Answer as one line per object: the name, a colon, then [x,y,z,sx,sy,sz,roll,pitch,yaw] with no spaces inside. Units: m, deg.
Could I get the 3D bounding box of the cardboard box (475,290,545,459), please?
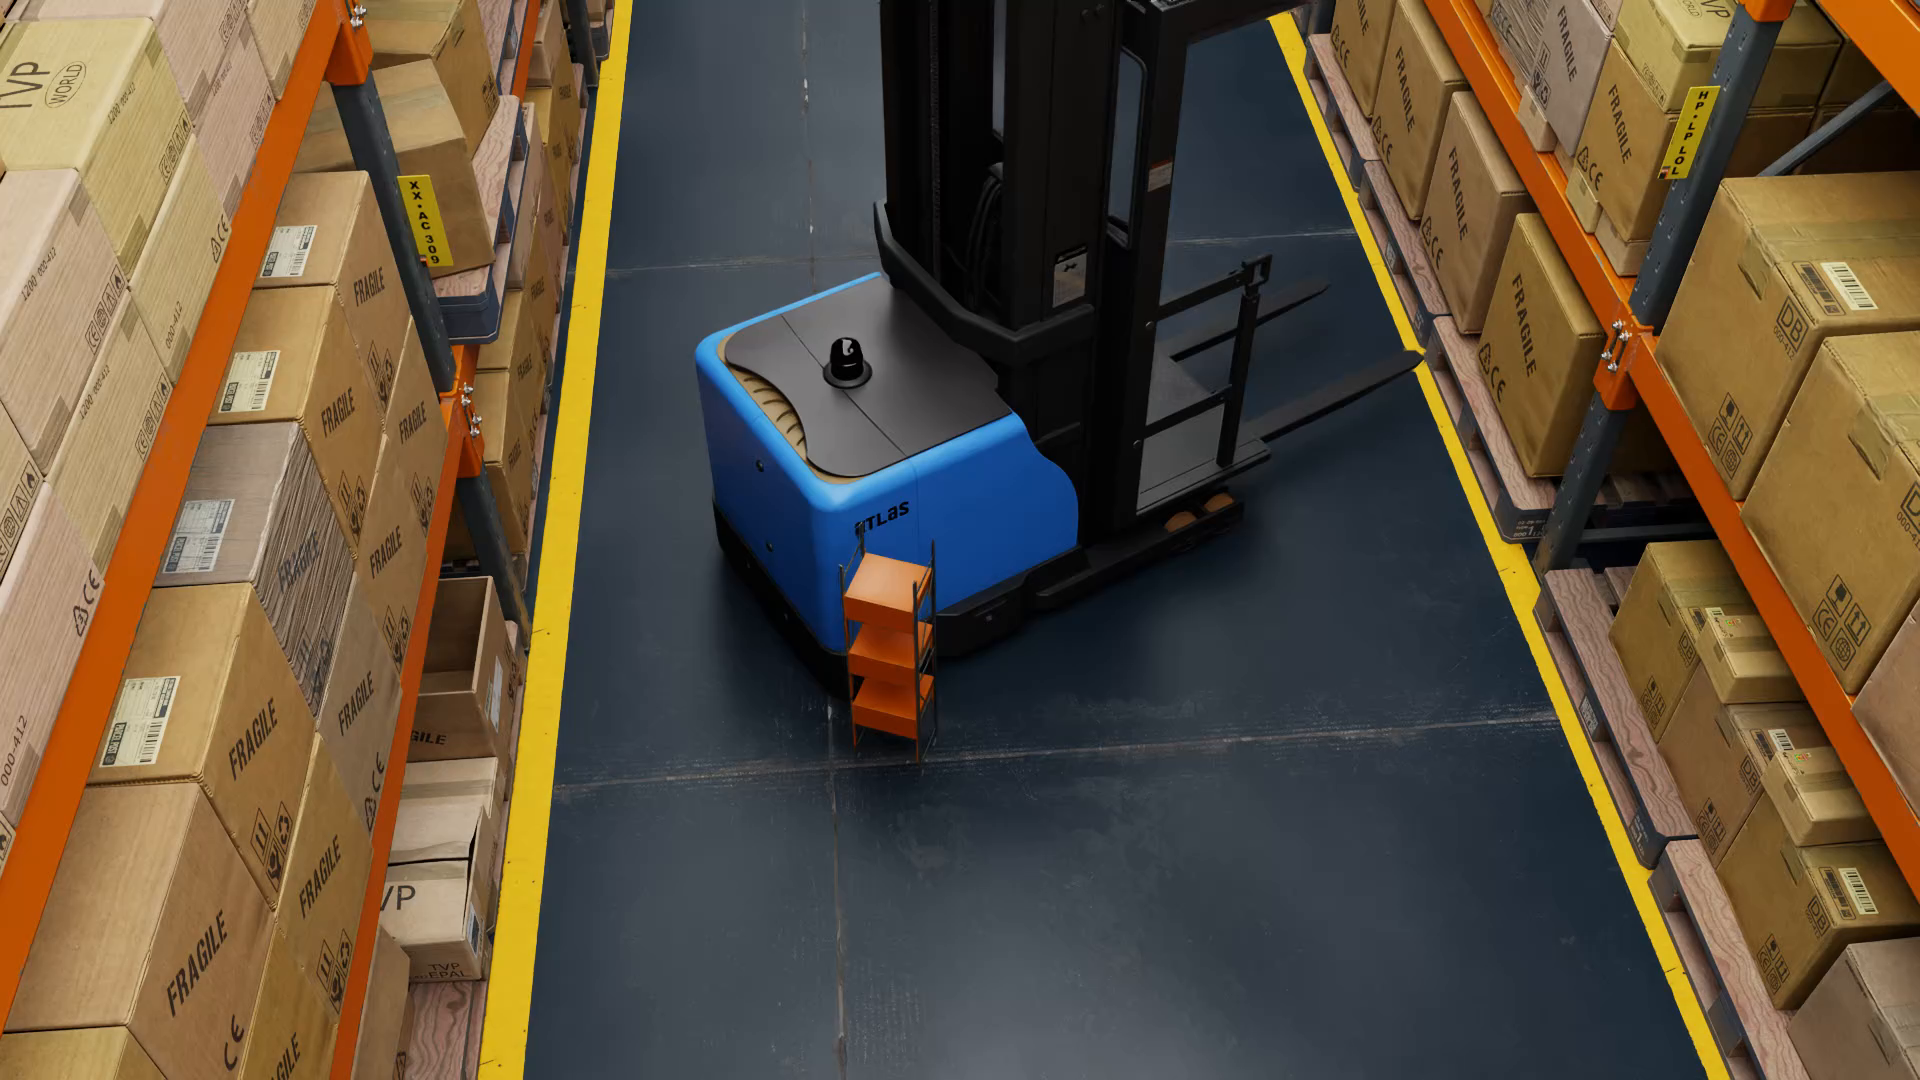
cardboard box: [-2.000,-0.660,6.728,0.500,0.500,0.500,-3,47,-3]

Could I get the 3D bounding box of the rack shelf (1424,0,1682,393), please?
rack shelf: [2.622,-2.122,7.189,1.077,0.370,4.000,-3,47,-3]

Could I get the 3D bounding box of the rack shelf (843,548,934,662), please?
rack shelf: [-0.230,0.212,5.450,0.240,0.259,0.215,13,48,12]

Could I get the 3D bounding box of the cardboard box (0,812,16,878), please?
cardboard box: [-1.630,0.546,2.204,0.500,0.250,0.500,-3,47,-3]

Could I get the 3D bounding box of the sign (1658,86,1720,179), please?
sign: [2.249,-1.253,5.128,0.100,0.325,0.005,-3,47,-3]

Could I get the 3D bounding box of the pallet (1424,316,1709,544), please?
pallet: [2.650,-0.517,7.094,1.003,0.211,1.213,-3,47,-3]

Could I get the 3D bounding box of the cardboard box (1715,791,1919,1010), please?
cardboard box: [2.829,1.076,5.098,0.700,0.500,0.500,-3,47,-2]

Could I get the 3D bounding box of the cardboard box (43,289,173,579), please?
cardboard box: [-1.722,-0.177,2.889,0.500,0.250,0.500,-3,47,-3]

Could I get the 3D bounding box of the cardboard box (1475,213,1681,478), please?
cardboard box: [2.605,-0.790,6.623,0.750,0.750,0.750,-3,47,-3]

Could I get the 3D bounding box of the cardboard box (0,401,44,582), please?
cardboard box: [-1.679,0.013,2.365,0.500,0.250,0.500,-3,47,-3]

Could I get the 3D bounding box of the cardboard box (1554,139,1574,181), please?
cardboard box: [2.457,-1.441,6.208,0.380,0.149,0.250,-2,47,-2]

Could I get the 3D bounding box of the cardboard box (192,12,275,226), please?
cardboard box: [-1.810,-0.900,3.574,0.500,0.250,0.500,-3,47,-3]

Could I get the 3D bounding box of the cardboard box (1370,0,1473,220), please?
cardboard box: [2.452,-2.047,7.814,0.750,0.750,0.750,-4,47,-3]

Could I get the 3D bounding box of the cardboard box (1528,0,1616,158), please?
cardboard box: [2.447,-1.753,6.056,0.500,0.500,0.500,-3,47,-3]

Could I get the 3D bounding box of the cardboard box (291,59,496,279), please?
cardboard box: [-1.963,-1.153,5.418,0.700,0.500,0.500,-18,49,-16]

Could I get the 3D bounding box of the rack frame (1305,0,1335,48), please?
rack frame: [2.454,-3.816,8.298,1.000,3.000,0.127,-3,47,-3]

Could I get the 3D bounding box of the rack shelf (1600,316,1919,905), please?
rack shelf: [2.957,0.772,4.448,1.077,0.370,4.000,-3,47,-3]

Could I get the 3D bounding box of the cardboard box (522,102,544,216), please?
cardboard box: [-2.071,-1.619,7.119,0.500,0.250,0.500,-4,47,-4]

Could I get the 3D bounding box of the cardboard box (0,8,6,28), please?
cardboard box: [-2.119,-0.947,2.757,0.700,0.500,0.500,-3,47,-3]

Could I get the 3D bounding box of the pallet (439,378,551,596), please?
pallet: [-2.252,-0.245,6.837,1.003,0.211,1.213,-3,47,-3]

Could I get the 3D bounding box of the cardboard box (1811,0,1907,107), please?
cardboard box: [3.010,-1.672,5.464,0.500,0.250,0.500,-2,47,-2]

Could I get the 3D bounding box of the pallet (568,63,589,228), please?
pallet: [-2.457,-2.011,8.509,1.003,0.211,1.213,-3,47,-3]

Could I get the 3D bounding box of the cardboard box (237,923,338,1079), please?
cardboard box: [-1.674,1.168,3.509,0.500,0.500,0.500,-4,47,-3]

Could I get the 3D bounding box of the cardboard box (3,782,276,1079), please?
cardboard box: [-1.674,0.821,3.149,0.500,0.500,0.500,-3,47,-3]

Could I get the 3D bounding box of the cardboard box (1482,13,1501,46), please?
cardboard box: [2.405,-2.185,6.912,0.380,0.149,0.250,-2,47,-2]

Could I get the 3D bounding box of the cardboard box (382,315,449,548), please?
cardboard box: [-1.849,-0.306,4.905,0.500,0.500,0.500,-3,47,-3]

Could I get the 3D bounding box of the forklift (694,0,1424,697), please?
forklift: [0.552,-1.261,5.926,3.031,2.935,1.130,-25,51,-22]

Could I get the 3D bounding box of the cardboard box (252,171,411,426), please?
cardboard box: [-1.846,-0.646,4.539,0.500,0.500,0.500,-3,47,-3]

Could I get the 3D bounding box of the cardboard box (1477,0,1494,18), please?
cardboard box: [2.366,-2.478,6.743,0.500,0.500,0.500,-2,47,-2]

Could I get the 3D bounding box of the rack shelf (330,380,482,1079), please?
rack shelf: [-1.979,1.076,4.160,1.077,0.370,4.000,-3,47,-3]

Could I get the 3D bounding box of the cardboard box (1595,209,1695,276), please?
cardboard box: [2.479,-1.070,5.857,0.380,0.149,0.250,-3,47,-3]

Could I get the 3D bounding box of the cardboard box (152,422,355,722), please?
cardboard box: [-1.759,0.089,3.842,0.500,0.500,0.500,-3,47,-3]

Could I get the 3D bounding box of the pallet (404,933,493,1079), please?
pallet: [-1.985,1.722,4.974,1.003,0.211,1.213,-3,47,-3]

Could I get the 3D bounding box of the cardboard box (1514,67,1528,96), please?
cardboard box: [2.422,-1.810,6.557,0.380,0.149,0.250,-3,47,-3]

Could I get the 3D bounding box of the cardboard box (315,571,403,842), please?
cardboard box: [-1.759,0.438,4.200,0.500,0.500,0.500,-3,47,-2]

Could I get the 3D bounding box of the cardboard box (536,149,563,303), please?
cardboard box: [-2.076,-1.388,7.417,0.500,0.500,0.500,-5,47,-5]

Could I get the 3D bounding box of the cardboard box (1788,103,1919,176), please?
cardboard box: [3.002,-1.414,5.735,0.500,0.500,0.500,-5,47,-5]

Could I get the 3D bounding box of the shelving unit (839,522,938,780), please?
shelving unit: [-0.230,0.400,5.648,0.252,1.050,0.215,13,48,12]

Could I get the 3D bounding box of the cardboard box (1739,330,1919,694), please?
cardboard box: [2.874,-0.103,4.575,0.980,0.700,0.700,-5,47,-4]

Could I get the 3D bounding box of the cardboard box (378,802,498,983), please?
cardboard box: [-1.754,1.093,5.198,0.500,0.311,0.500,-3,47,-3]

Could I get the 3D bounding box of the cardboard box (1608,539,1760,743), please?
cardboard box: [2.750,0.340,5.794,0.700,0.500,0.500,-3,47,-3]

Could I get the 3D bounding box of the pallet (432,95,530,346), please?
pallet: [-2.105,-1.137,5.893,1.003,0.211,1.213,-3,47,-3]

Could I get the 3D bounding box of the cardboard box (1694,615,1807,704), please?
cardboard box: [2.597,0.376,5.313,0.380,0.149,0.250,-2,47,-2]

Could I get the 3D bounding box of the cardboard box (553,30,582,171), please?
cardboard box: [-2.169,-2.142,8.131,0.500,0.500,0.500,-2,47,-2]

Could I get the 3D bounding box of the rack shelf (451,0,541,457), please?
rack shelf: [-2.314,-1.818,6.901,1.077,0.370,4.000,-3,47,-3]

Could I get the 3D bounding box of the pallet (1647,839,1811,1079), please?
pallet: [2.880,1.477,5.206,1.003,0.211,1.213,-3,47,-3]

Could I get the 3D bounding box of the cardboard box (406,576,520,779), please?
cardboard box: [-1.816,0.485,5.643,0.500,0.500,0.500,-3,47,-3]

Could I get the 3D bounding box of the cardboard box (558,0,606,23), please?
cardboard box: [-2.233,-3.108,9.232,0.500,0.250,0.500,-4,47,-3]

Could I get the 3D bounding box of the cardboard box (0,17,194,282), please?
cardboard box: [-1.757,-0.711,3.050,0.500,0.250,0.500,-3,47,-3]

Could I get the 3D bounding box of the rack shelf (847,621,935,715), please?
rack shelf: [-0.230,0.407,5.656,0.240,0.259,0.215,13,48,12]

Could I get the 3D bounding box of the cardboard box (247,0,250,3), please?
cardboard box: [-1.835,-1.435,3.736,0.500,0.250,0.500,-3,47,-3]

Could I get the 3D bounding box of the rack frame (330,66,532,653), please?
rack frame: [-2.147,-0.618,5.270,1.000,3.000,0.127,-3,47,-3]

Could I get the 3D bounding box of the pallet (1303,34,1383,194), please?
pallet: [2.445,-2.282,8.766,1.003,0.211,1.213,-3,47,-3]

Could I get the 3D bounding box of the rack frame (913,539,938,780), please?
rack frame: [-0.114,0.427,5.622,0.008,1.050,0.200,13,48,12]
